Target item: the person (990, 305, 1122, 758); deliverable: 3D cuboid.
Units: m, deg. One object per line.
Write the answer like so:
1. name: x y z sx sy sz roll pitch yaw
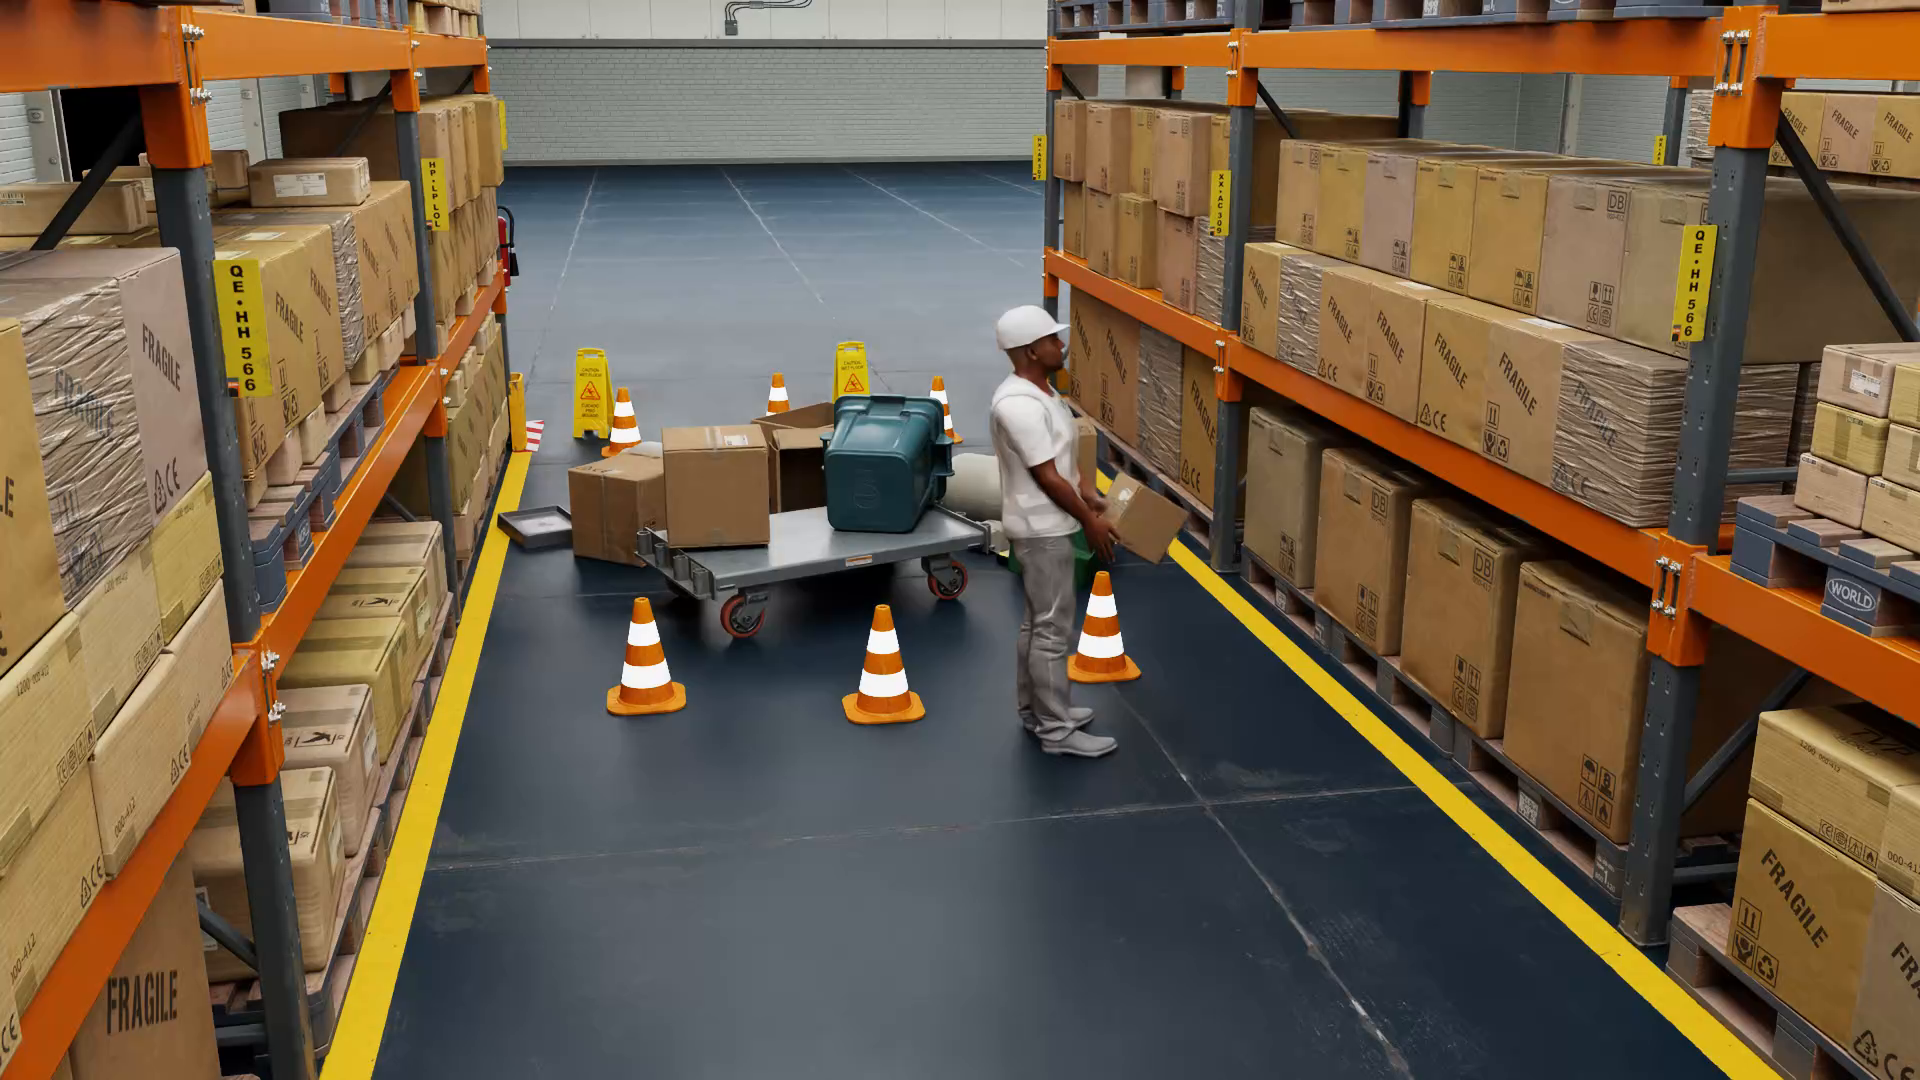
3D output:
1. person: 0.395 -0.049 6.651 0.531 1.767 0.545 2 16 7
